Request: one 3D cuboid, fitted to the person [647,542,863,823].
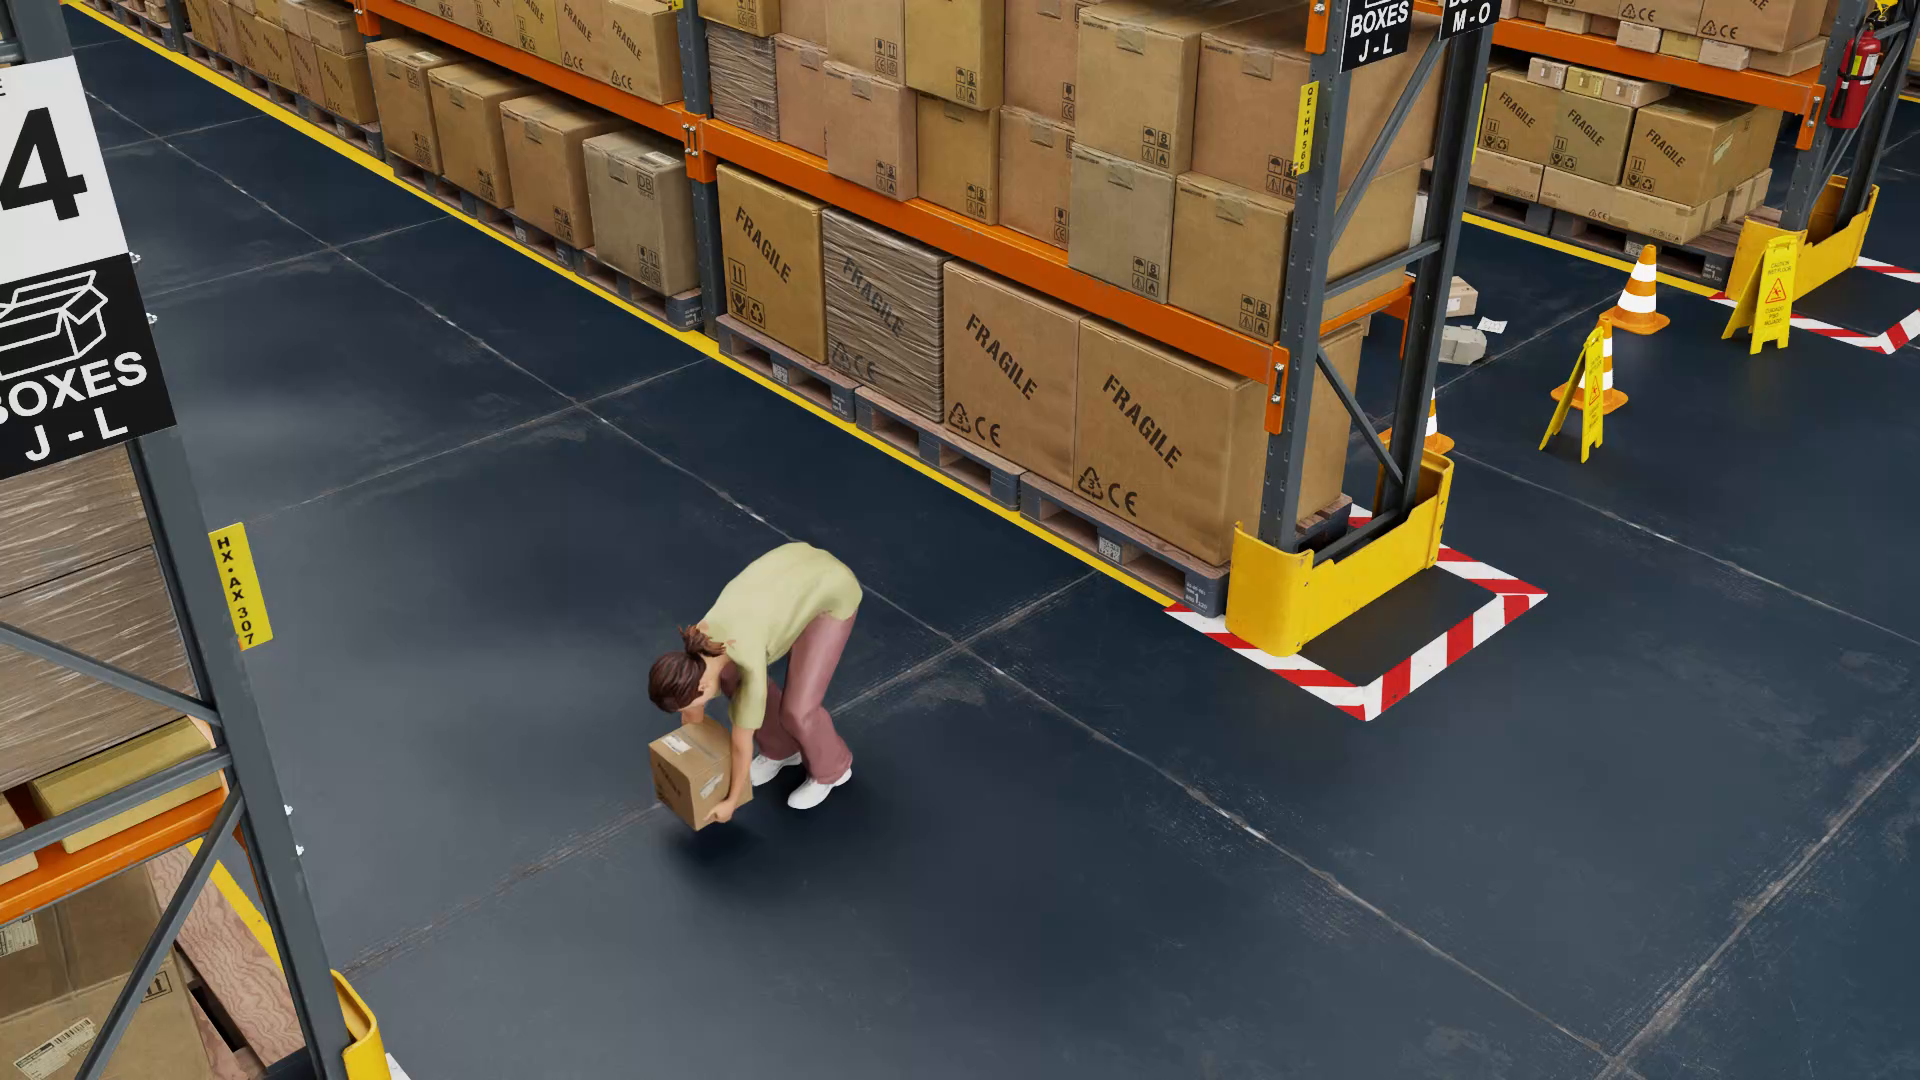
[{"bbox_3d":[-0.718,0.552,5.927,0.451,0.957,0.856,27,41,37],"label":"person"}]
